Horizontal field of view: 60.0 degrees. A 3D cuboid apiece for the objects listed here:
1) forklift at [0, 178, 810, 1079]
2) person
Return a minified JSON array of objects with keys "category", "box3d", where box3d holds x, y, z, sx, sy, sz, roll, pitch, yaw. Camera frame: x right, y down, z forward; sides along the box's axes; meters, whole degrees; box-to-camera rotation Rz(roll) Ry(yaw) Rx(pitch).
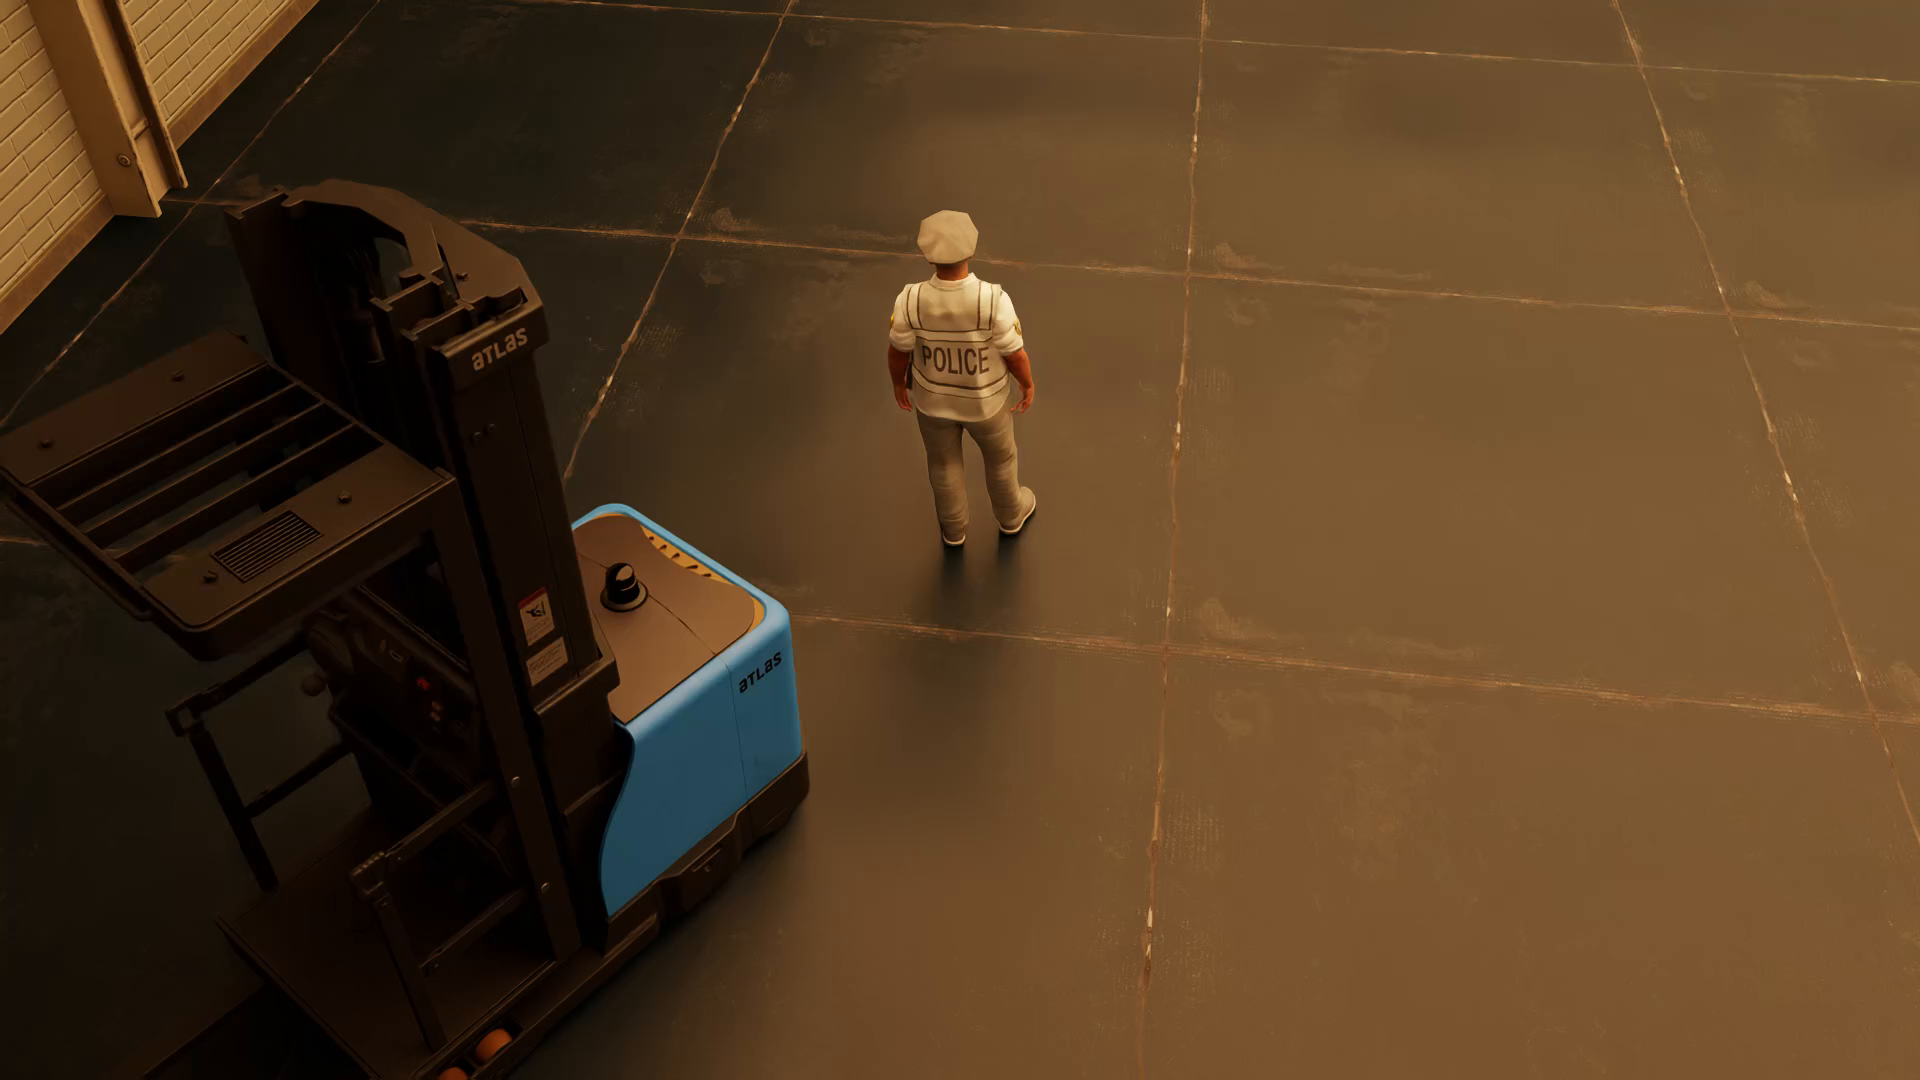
[{"category":"forklift","box3d":[-1.942,0.513,5.166,1.130,2.935,3.031,30,50,28]},{"category":"person","box3d":[0.022,-0.713,7.339,0.641,1.780,0.574,5,43,6]}]
